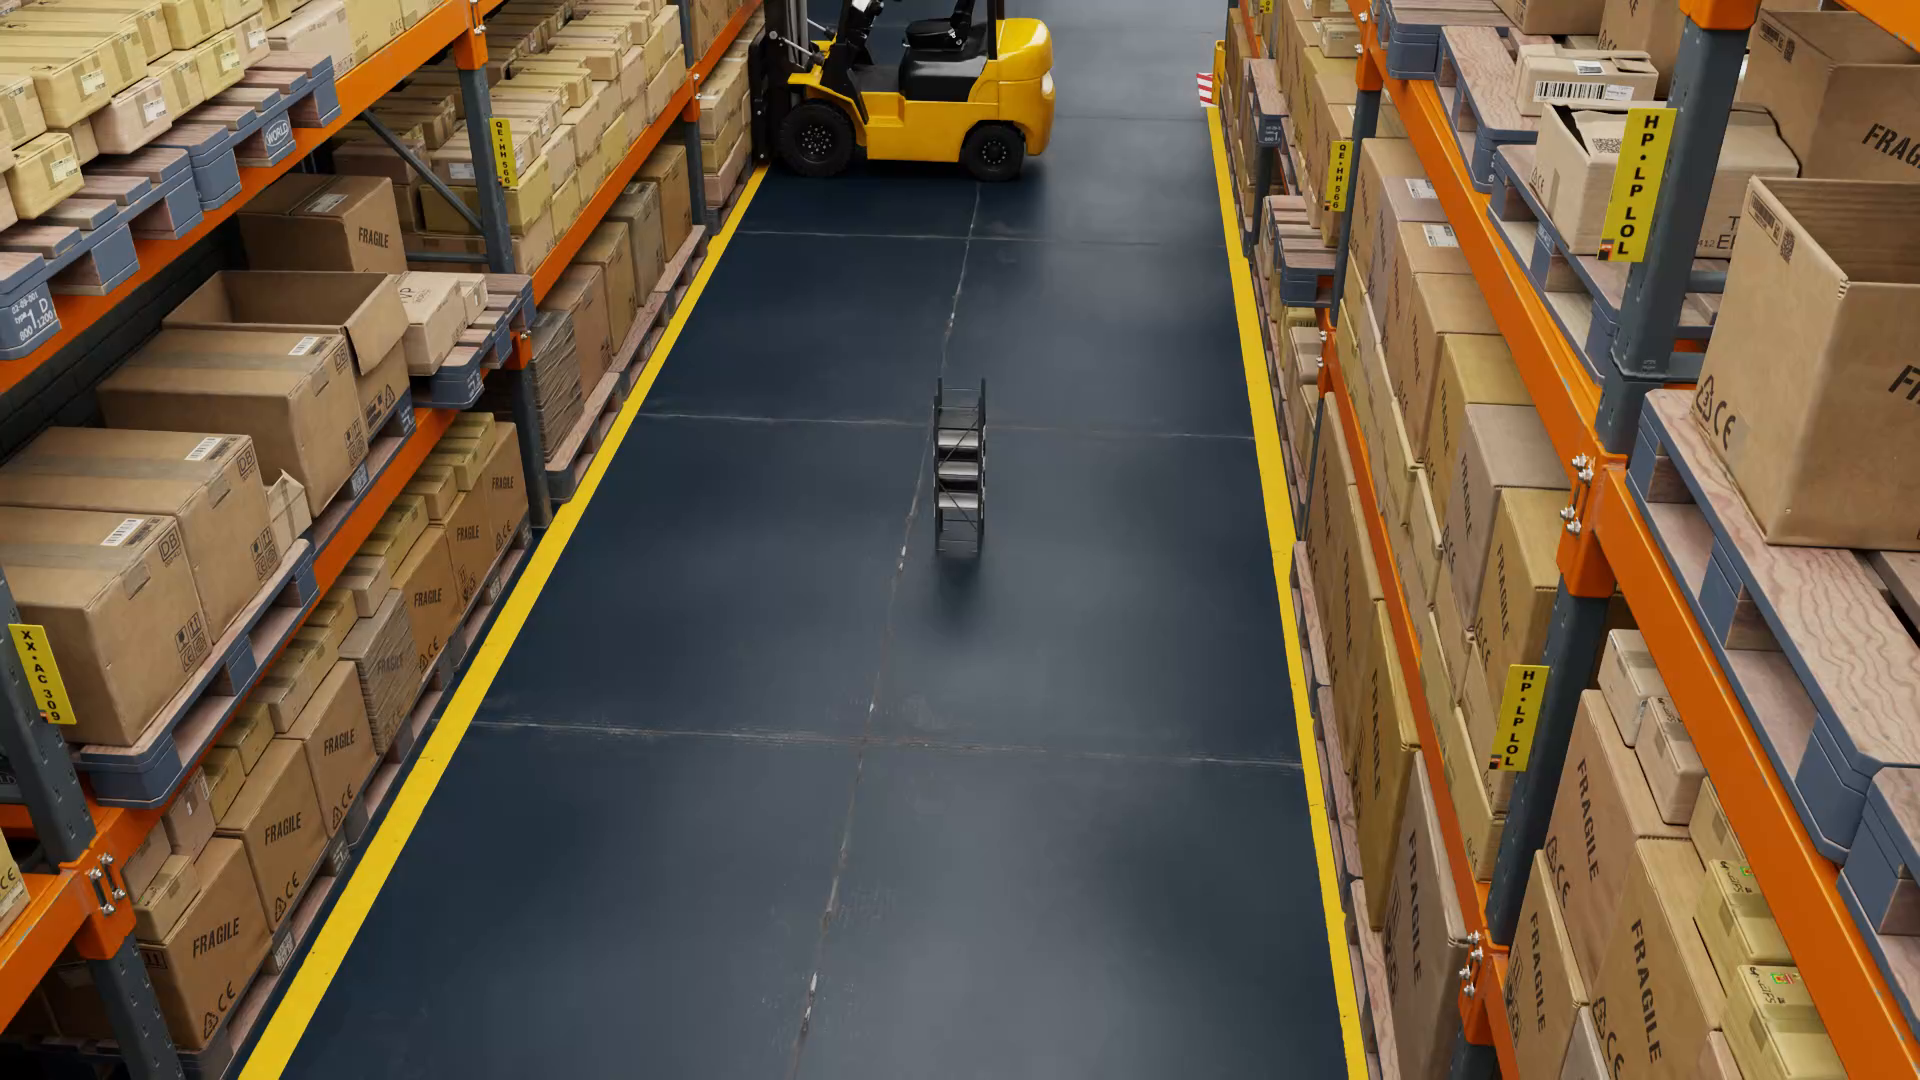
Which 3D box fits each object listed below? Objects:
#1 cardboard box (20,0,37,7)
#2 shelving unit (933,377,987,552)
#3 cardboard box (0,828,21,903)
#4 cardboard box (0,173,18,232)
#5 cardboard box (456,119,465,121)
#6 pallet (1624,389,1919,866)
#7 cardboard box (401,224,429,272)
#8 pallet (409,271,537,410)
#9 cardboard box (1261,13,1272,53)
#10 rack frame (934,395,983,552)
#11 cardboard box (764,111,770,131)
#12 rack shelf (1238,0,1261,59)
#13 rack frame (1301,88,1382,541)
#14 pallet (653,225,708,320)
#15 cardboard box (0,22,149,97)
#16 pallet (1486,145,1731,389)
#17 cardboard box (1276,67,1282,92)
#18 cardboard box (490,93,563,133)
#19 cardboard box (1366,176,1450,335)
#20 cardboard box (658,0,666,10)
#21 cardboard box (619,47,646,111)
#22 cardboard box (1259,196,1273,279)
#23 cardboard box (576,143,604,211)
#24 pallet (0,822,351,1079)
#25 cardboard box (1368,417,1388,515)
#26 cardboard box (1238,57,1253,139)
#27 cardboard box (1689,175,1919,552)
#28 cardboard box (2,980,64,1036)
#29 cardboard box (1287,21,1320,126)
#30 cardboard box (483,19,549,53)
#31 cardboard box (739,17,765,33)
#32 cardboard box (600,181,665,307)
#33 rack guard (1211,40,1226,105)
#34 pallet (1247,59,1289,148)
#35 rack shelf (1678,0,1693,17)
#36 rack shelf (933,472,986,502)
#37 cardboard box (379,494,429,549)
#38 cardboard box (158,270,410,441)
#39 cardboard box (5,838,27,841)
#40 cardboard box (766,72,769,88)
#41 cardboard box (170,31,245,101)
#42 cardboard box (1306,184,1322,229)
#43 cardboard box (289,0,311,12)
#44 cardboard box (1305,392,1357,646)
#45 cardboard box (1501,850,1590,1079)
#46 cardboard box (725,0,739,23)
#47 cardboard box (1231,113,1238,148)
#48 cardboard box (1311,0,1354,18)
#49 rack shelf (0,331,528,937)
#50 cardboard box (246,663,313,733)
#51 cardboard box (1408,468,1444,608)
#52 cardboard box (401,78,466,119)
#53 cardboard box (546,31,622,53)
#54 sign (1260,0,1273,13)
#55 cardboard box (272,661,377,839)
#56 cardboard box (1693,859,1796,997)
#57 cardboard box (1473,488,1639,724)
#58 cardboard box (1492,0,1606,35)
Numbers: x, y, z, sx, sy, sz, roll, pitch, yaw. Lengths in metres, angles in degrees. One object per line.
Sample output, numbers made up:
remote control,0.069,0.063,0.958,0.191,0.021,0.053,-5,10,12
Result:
cardboard box,-2.949,-1.641,5.154,0.380,0.149,0.250,3,32,4
shelving unit,-0.001,-0.379,8.507,0.258,0.900,0.210,2,32,4
cardboard box,-2.812,0.927,4.246,0.500,0.250,0.500,3,32,5
cardboard box,-2.592,-0.818,4.103,0.380,0.149,0.250,3,32,5
cardboard box,-2.844,-2.304,9.295,0.500,0.250,0.500,2,32,4
pallet,1.857,0.111,2.936,1.003,0.211,1.213,2,32,4
cardboard box,-2.906,-1.561,8.566,0.500,0.250,0.500,2,32,3
pallet,-2.673,-0.940,7.598,1.213,0.211,1.003,2,32,4
cardboard box,2.374,-3.672,11.471,0.500,0.500,0.500,2,32,3
rack frame,-0.009,-0.326,8.421,0.240,0.900,0.006,2,32,4
cardboard box,-1.879,-3.518,13.819,0.500,0.250,0.500,3,32,6
rack shelf,2.749,-4.000,13.067,1.077,0.370,4.000,2,32,4
rack frame,2.260,-1.169,7.787,1.000,3.000,0.127,2,32,4
pallet,-2.383,-1.896,11.626,1.003,0.211,1.213,2,32,4
cardboard box,-2.543,-1.352,4.685,0.380,0.149,0.250,2,32,3
pallet,1.960,-0.754,4.438,0.805,0.209,1.217,1,32,2
cardboard box,2.197,-2.926,10.479,0.380,0.149,0.250,3,32,5
cardboard box,-2.343,-2.264,8.851,0.380,0.149,0.250,3,32,5
cardboard box,1.945,-1.130,6.676,0.500,0.500,0.500,3,32,4
cardboard box,-2.168,-3.601,11.020,0.380,0.149,0.250,4,32,6
cardboard box,-2.229,-2.815,10.125,0.500,0.250,0.500,3,32,5
cardboard box,2.545,-2.046,11.315,0.950,0.372,0.625,3,32,5
cardboard box,-2.327,-2.069,9.391,0.500,0.250,0.500,1,32,2
pallet,-2.985,1.473,6.158,1.003,0.211,1.213,2,32,4
cardboard box,1.897,-0.316,6.547,0.500,0.250,0.500,3,32,6
cardboard box,2.446,-3.441,12.981,0.500,0.500,0.500,4,32,7
cardboard box,1.677,-0.319,2.959,0.500,0.500,0.500,3,32,5
cardboard box,-3.268,1.329,5.717,0.500,0.500,0.500,2,32,4
cardboard box,2.136,-2.586,9.309,0.500,0.500,0.500,1,32,2
cardboard box,-2.745,-3.082,10.179,0.380,0.149,0.250,2,32,4
cardboard box,-1.830,-4.210,13.990,0.500,0.250,0.500,3,32,5
cardboard box,-2.464,-1.959,10.933,0.875,0.625,0.625,2,32,3
rack guard,2.905,-4.248,15.166,1.175,0.500,0.348,2,32,4
pallet,2.378,-2.785,10.593,1.003,0.211,1.213,2,32,4
rack shelf,2.097,-2.200,4.810,1.077,0.370,4.000,2,32,4
rack shelf,-0.001,-0.274,8.572,0.258,0.077,0.200,2,32,4
cardboard box,-2.599,-0.084,7.392,0.380,0.149,0.250,3,32,5
cardboard box,-2.636,-0.740,6.593,0.797,0.503,0.637,2,32,3
cardboard box,-3.254,0.980,5.665,0.380,0.149,0.250,2,32,4
cardboard box,-1.837,-3.982,14.097,0.500,0.250,0.500,2,32,3
cardboard box,-2.482,-1.484,5.184,0.380,0.149,0.250,3,32,5
cardboard box,1.978,-1.699,8.487,0.380,0.149,0.250,2,32,4
cardboard box,-2.611,-2.035,6.097,0.380,0.149,0.250,3,32,4
cardboard box,2.121,-0.085,7.654,0.875,0.875,0.875,2,32,4
cardboard box,1.635,1.115,3.987,0.500,0.500,0.500,3,32,6
cardboard box,-1.999,-4.272,12.727,0.500,0.500,0.500,2,32,3
cardboard box,2.489,-3.398,13.625,0.500,0.250,0.500,5,32,7
cardboard box,2.209,-3.081,9.493,0.380,0.149,0.250,4,32,7
rack shelf,-2.850,-0.027,6.620,1.077,0.370,4.000,2,32,4
cardboard box,-2.697,0.590,6.297,0.380,0.149,0.250,2,32,4
cardboard box,1.797,0.000,5.557,0.500,0.250,0.500,3,32,5
cardboard box,-2.822,-2.415,9.096,0.380,0.149,0.250,2,32,4
cardboard box,-2.243,-2.931,9.934,0.380,0.149,0.250,3,32,4
sign,2.044,-3.648,10.985,0.100,0.325,0.005,2,32,4
cardboard box,-2.671,0.815,6.550,0.500,0.500,0.500,2,32,3
cardboard box,1.585,0.730,3.040,0.380,0.149,0.250,2,32,4
cardboard box,1.720,0.210,4.501,0.500,0.500,0.500,3,32,6
cardboard box,2.369,-2.141,6.011,0.700,0.500,0.500,1,32,2
